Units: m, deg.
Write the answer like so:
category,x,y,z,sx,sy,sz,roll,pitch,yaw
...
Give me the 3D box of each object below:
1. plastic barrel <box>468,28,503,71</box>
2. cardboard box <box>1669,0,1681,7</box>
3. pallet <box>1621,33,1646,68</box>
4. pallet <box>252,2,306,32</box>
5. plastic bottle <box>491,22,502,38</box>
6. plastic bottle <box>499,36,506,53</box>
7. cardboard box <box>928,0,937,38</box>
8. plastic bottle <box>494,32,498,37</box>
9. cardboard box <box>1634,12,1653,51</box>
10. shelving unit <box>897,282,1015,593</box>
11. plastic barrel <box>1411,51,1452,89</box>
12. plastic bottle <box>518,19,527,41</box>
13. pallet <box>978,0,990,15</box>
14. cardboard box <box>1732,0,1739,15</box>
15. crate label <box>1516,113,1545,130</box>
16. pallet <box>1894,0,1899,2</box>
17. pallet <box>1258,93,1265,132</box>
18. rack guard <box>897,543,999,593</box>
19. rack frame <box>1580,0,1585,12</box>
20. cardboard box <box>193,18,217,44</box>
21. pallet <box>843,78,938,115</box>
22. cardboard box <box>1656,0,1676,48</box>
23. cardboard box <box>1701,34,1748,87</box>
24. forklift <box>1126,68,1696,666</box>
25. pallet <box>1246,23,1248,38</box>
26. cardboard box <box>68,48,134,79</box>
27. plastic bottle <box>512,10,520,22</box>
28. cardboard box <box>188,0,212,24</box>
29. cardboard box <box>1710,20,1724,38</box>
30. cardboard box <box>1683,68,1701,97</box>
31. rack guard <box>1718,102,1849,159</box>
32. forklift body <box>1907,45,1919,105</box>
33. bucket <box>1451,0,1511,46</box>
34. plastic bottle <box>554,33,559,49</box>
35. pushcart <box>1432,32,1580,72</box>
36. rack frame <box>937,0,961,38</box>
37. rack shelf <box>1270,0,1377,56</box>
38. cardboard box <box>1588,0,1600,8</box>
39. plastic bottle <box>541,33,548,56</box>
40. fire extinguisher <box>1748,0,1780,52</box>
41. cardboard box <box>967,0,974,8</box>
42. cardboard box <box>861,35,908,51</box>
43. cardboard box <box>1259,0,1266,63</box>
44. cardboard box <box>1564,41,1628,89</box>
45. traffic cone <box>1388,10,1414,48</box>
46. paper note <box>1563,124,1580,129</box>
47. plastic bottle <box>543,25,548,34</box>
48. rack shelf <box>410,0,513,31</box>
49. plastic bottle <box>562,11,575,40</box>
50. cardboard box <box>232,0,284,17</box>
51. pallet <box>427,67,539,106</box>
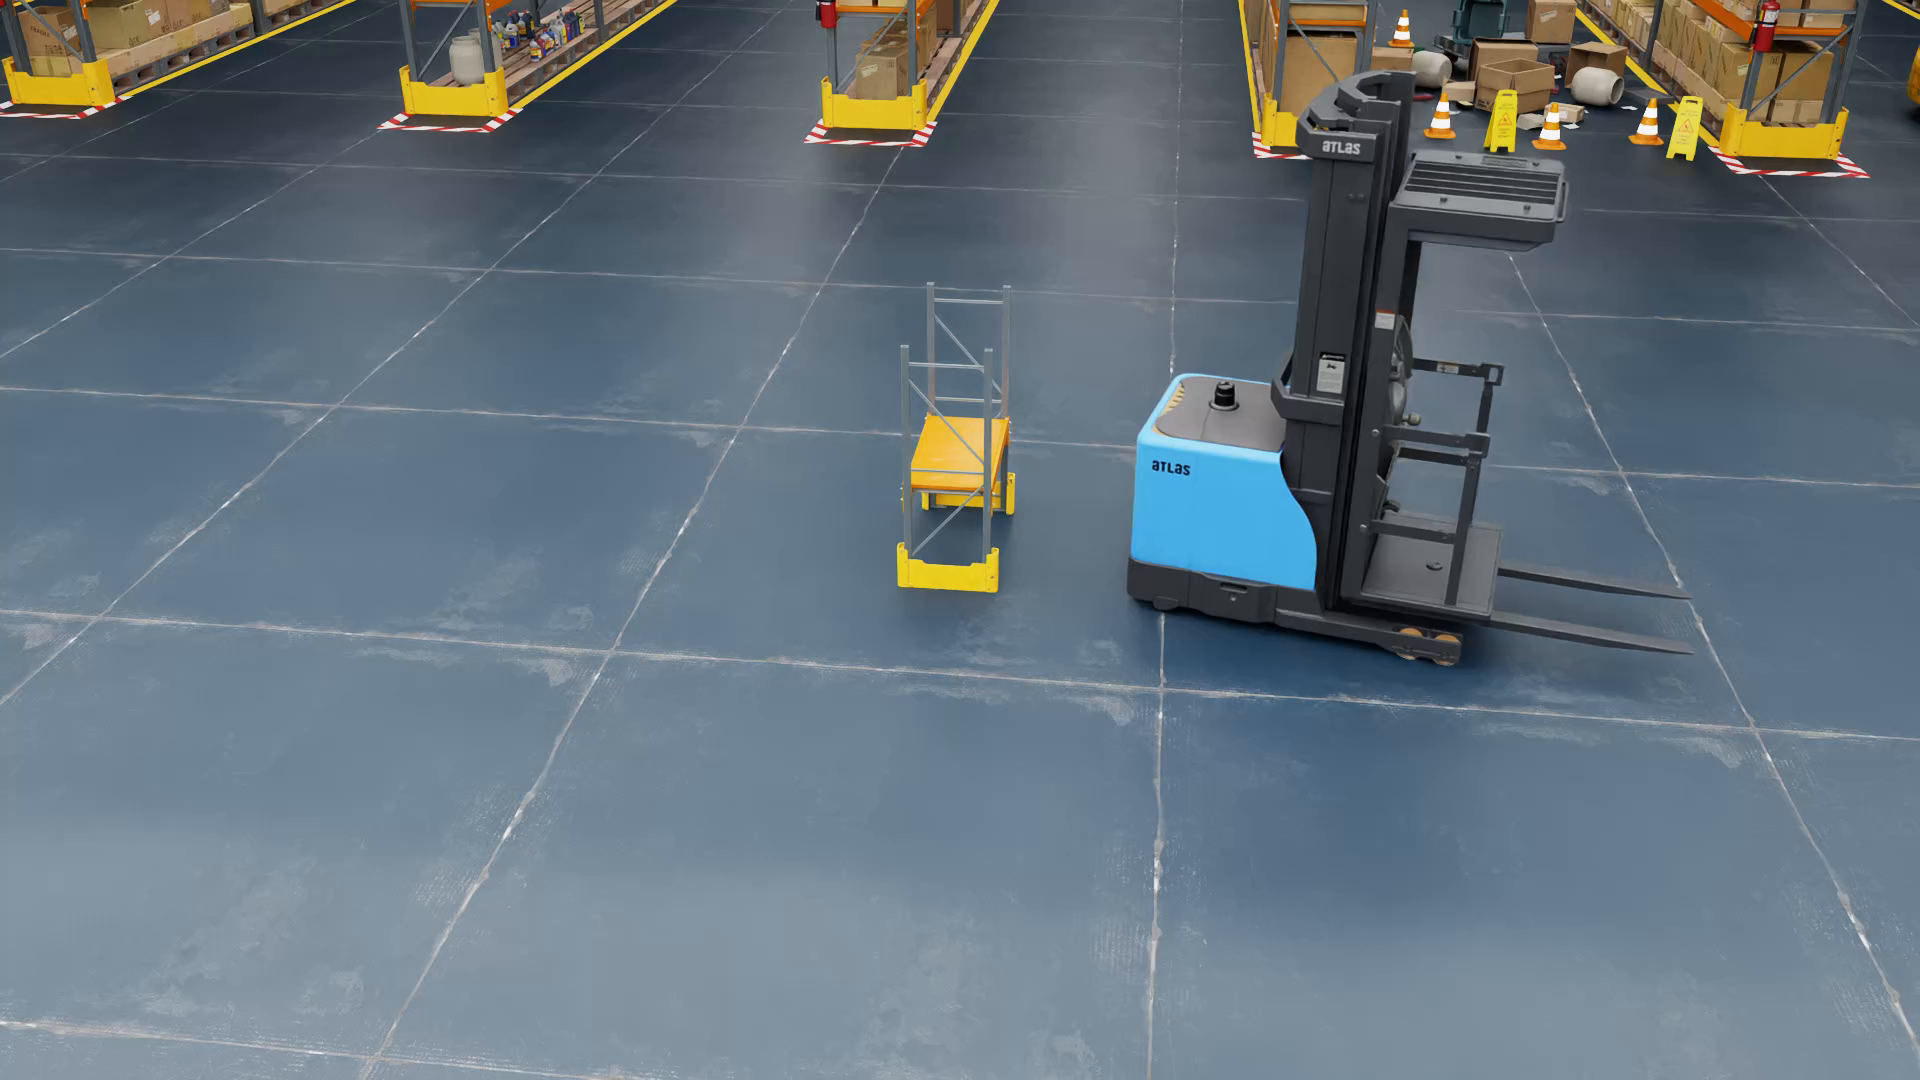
category,x,y,z,sx,sy,sz,roll,pitch,yaw
plastic barrel,-5.833,-5.983,20.373,0.421,0.512,0.421,0,28,0
cardboard box,8.926,-6.635,20.385,0.380,0.149,0.250,4,29,7
pallet,9.435,-6.501,22.095,1.003,0.211,1.213,3,28,6
pallet,-10.274,-7.637,24.203,1.003,0.211,1.213,3,28,6
plastic bottle,-6.018,-6.521,21.521,0.144,0.351,0.185,5,29,8
plastic bottle,-5.909,-6.379,21.414,0.097,0.201,0.097,0,28,0
cardboard box,-0.583,-6.836,21.970,0.500,0.500,0.500,3,28,5
plastic bottle,-5.946,-6.342,21.259,0.061,0.283,0.133,3,28,6
cardboard box,9.403,-6.637,21.735,0.950,0.372,0.625,4,29,7
shelving unit,-0.009,-0.624,9.828,0.587,1.500,1.083,3,28,6
plastic barrel,5.800,-5.845,20.653,0.421,0.421,0.512,-24,36,-37
plastic bottle,-5.818,-6.787,22.099,0.097,0.271,0.097,0,28,0
pallet,-0.101,-8.226,25.296,1.003,0.211,1.213,3,28,6
cardboard box,8.658,-5.802,18.122,0.380,0.149,0.250,3,28,5
crate label,6.515,-4.775,18.968,0.250,0.136,0.298,-11,30,-20
pallet,15.039,-8.653,26.088,1.003,0.211,1.213,3,28,6
pallet,3.947,-4.873,19.072,1.003,0.211,1.213,3,28,6
rack guard,-0.070,0.160,9.689,0.587,0.250,0.087,3,28,6
rack frame,9.832,-9.245,24.248,1.000,3.000,0.127,3,28,6
cardboard box,-10.283,-6.788,22.143,0.500,0.250,0.500,3,28,6
pallet,-0.840,-5.244,19.761,1.003,0.211,1.213,3,28,6
cardboard box,9.001,-6.405,20.641,0.500,0.500,0.500,5,29,9
cardboard box,8.751,-5.422,18.817,0.500,0.500,0.500,4,29,8
forklift,2.530,-0.895,8.821,3.031,2.935,1.130,10,30,17
pallet,4.583,-7.318,23.611,1.003,0.211,1.213,3,28,6
cardboard box,-10.529,-5.846,20.396,0.500,0.250,0.500,3,28,6
plastic bottle,-5.920,-6.898,22.220,0.144,0.351,0.185,4,29,8
cardboard box,-10.295,-7.119,21.967,0.500,0.500,0.500,3,28,6
cardboard box,8.703,-5.756,18.754,0.380,0.149,0.250,4,29,7
cardboard box,8.813,-5.340,19.455,0.500,0.250,0.500,2,28,4
rack guard,8.861,-4.415,17.917,1.175,0.500,0.348,3,28,6
forklift body,12.200,-5.818,18.781,2.313,2.155,1.214,3,28,6
bucket,6.688,-6.632,21.247,0.726,0.611,0.620,14,21,24
plastic bottle,-5.277,-6.492,21.624,0.097,0.201,0.097,0,28,0
pushcart,7.073,-6.317,21.577,1.648,0.377,0.936,-6,29,-11
rack frame,-0.494,-7.938,21.822,1.000,3.000,0.127,3,28,6
rack shelf,4.171,-6.344,19.622,1.077,0.370,4.000,3,28,6
cardboard box,9.752,-8.008,24.279,0.950,0.372,0.625,1,28,3
plastic bottle,-5.326,-6.332,21.254,0.097,0.271,0.097,0,28,0
fire extinguisher,8.380,-5.418,17.226,0.296,0.674,0.183,3,28,6
cardboard box,-0.184,-8.068,24.236,0.700,0.500,0.500,6,29,10
cardboard box,-0.852,-5.716,19.890,0.500,0.500,0.500,11,30,19
cardboard box,4.270,-6.560,21.061,0.875,0.875,0.875,4,29,7
cardboard box,7.860,-5.837,20.556,0.500,0.500,0.500,-24,36,-37
traffic cone,6.079,-7.029,22.809,0.336,0.463,0.334,3,28,6
paper note,6.992,-4.733,19.003,0.148,0.019,0.142,-6,29,-11
plastic bottle,-5.395,-6.591,21.722,0.061,0.283,0.133,3,28,6
rack shelf,-5.655,-6.968,20.779,1.077,0.370,4.000,3,28,6
plastic bottle,-5.226,-6.843,22.119,0.144,0.351,0.185,2,28,4
cardboard box,-10.030,-7.665,23.772,0.500,0.250,0.500,3,28,5
pallet,-5.832,-5.536,20.303,1.003,0.211,1.213,3,28,6
